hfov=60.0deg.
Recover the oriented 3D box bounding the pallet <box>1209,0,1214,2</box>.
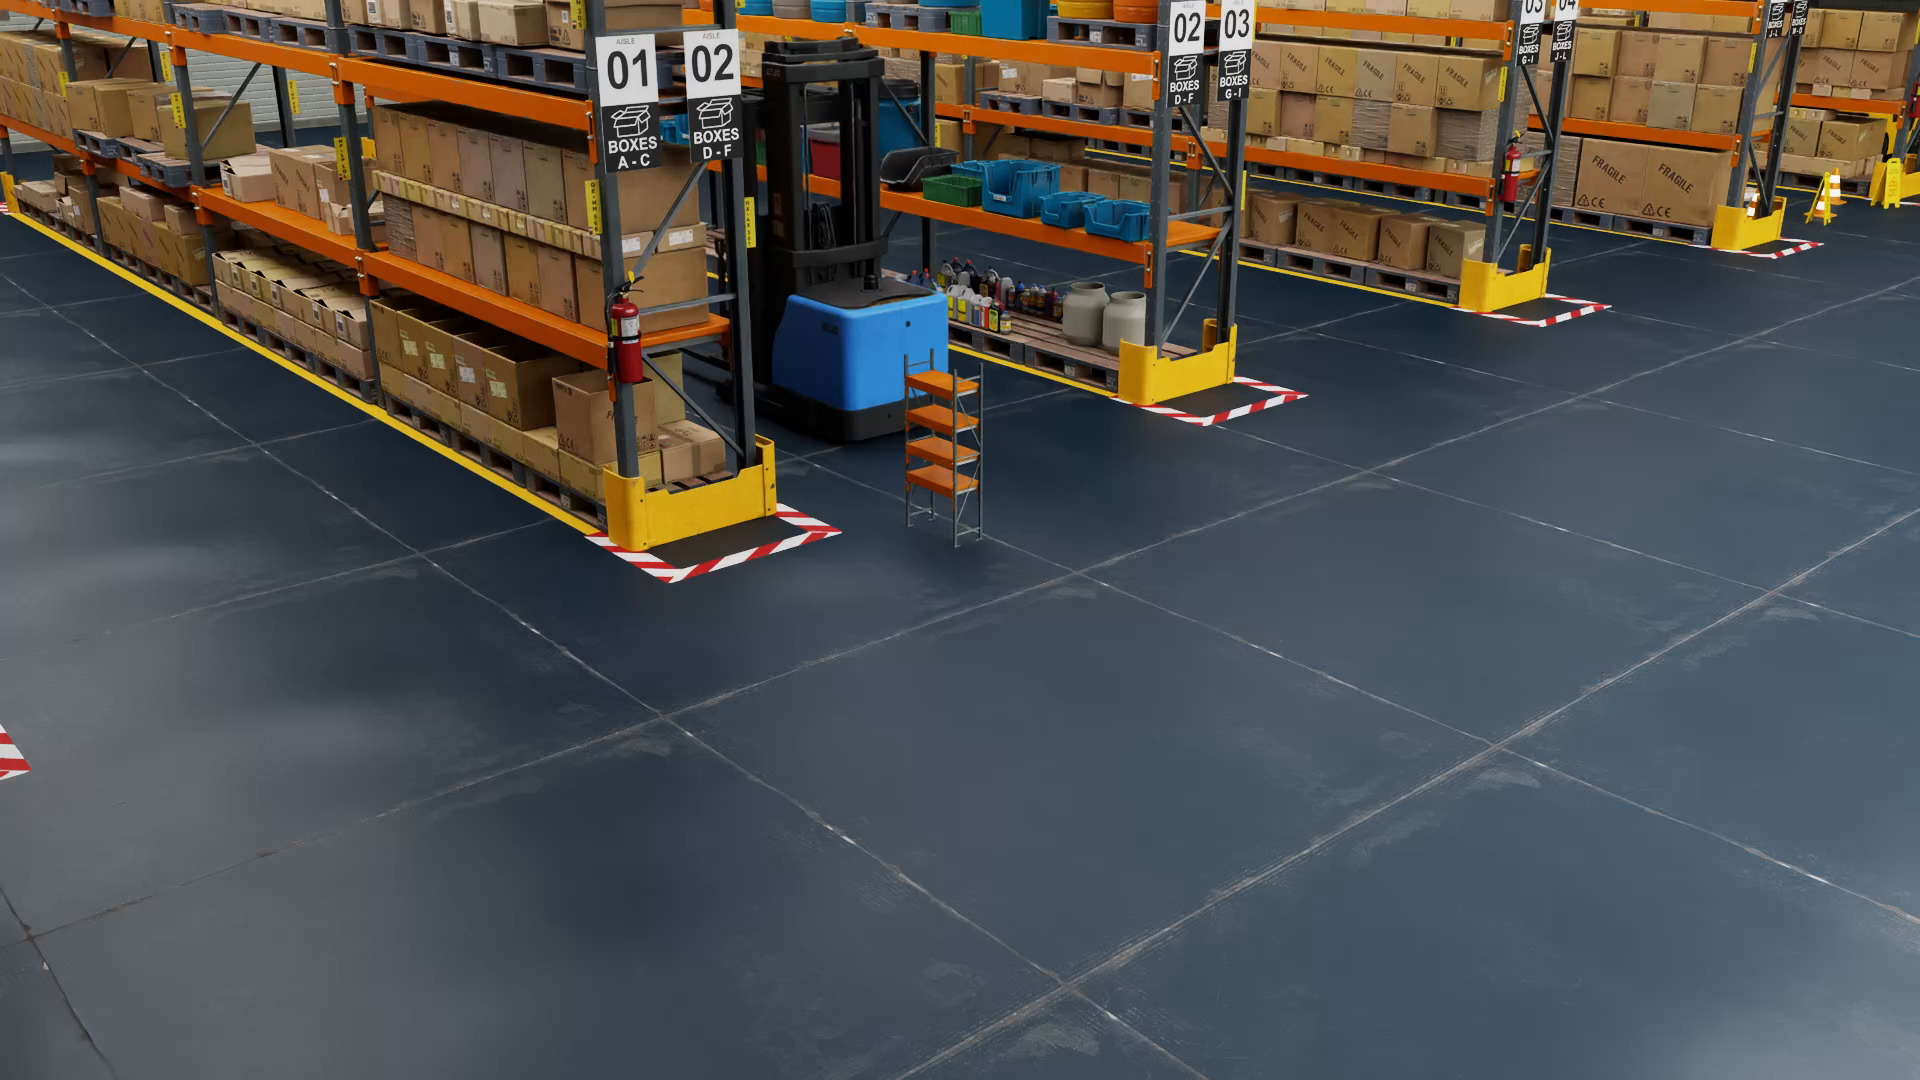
[{"bbox_3d":[2.766,-6.471,19.538,1.213,0.211,1.003,-17,27,-37],"label":"pallet"}]

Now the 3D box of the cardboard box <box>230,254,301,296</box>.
[{"bbox_3d":[-6.561,-2.533,15.763,0.500,0.311,0.500,-18,28,-39],"label":"cardboard box"}]

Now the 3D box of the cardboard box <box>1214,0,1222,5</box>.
[{"bbox_3d":[3.188,-6.108,18.558,0.500,0.250,0.500,-19,28,-39],"label":"cardboard box"}]

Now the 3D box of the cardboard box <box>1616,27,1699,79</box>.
[{"bbox_3d":[8.618,-6.015,20.543,0.875,0.550,0.550,-17,27,-37],"label":"cardboard box"}]

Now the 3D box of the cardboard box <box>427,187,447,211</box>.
[{"bbox_3d":[-3.723,-2.555,12.368,0.380,0.149,0.250,-19,28,-39],"label":"cardboard box"}]

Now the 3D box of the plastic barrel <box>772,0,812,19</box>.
[{"bbox_3d":[-1.587,-5.687,16.590,0.600,0.901,0.600,0,21,0],"label":"plastic barrel"}]

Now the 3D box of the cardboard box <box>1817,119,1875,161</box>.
[{"bbox_3d":[12.486,-5.644,23.447,0.500,0.500,0.500,-17,27,-37],"label":"cardboard box"}]

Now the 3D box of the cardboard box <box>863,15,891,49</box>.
[{"bbox_3d":[-1.272,-7.323,24.056,0.797,0.503,0.637,-17,27,-37],"label":"cardboard box"}]

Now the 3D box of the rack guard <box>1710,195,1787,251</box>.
[{"bbox_3d":[9.538,-3.843,20.111,1.175,0.500,0.348,-17,27,-37],"label":"rack guard"}]

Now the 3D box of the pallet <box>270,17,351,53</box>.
[{"bbox_3d":[-5.005,-4.157,13.634,0.805,0.209,1.217,-19,28,-39],"label":"pallet"}]

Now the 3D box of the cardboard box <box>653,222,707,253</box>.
[{"bbox_3d":[-1.901,-2.012,10.982,0.380,0.149,0.250,-18,27,-38],"label":"cardboard box"}]

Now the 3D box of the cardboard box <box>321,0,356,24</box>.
[{"bbox_3d":[-4.814,-4.304,13.376,0.500,0.250,0.500,-14,25,-32],"label":"cardboard box"}]

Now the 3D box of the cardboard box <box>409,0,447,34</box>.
[{"bbox_3d":[-3.440,-3.829,11.626,0.797,0.503,0.637,-14,25,-32],"label":"cardboard box"}]

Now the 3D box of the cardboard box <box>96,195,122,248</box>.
[{"bbox_3d":[-9.510,-3.669,19.062,0.500,0.500,0.500,-19,28,-40],"label":"cardboard box"}]

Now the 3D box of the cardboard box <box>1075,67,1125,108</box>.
[{"bbox_3d":[1.887,-5.667,20.622,0.797,0.503,0.637,-14,26,-32],"label":"cardboard box"}]

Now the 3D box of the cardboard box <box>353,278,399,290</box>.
[{"bbox_3d":[-5.162,-2.241,15.018,0.500,0.311,0.500,-19,28,-39],"label":"cardboard box"}]

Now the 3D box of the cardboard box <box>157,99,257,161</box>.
[{"bbox_3d":[-7.527,-4.103,16.635,0.500,0.500,0.700,12,24,28],"label":"cardboard box"}]

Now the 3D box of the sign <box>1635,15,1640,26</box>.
[{"bbox_3d":[10.177,-7.731,25.023,0.100,0.325,0.005,-17,27,-37],"label":"sign"}]

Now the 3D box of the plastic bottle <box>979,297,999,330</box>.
[{"bbox_3d":[0.272,-2.098,15.359,0.152,0.276,0.135,-17,27,-37],"label":"plastic bottle"}]

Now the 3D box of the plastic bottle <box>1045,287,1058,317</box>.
[{"bbox_3d":[0.865,-2.264,15.773,0.061,0.283,0.133,-17,27,-37],"label":"plastic bottle"}]

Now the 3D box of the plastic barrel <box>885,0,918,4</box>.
[{"bbox_3d":[-0.532,-5.266,15.473,0.421,0.512,0.421,0,21,0],"label":"plastic barrel"}]

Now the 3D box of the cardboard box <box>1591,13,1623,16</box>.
[{"bbox_3d":[10.179,-8.042,26.283,0.500,0.500,0.500,-17,27,-37],"label":"cardboard box"}]

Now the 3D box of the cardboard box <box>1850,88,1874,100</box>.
[{"bbox_3d":[12.551,-6.199,23.043,0.380,0.149,0.250,-18,28,-38],"label":"cardboard box"}]

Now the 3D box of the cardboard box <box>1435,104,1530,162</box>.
[{"bbox_3d":[5.361,-4.205,17.061,0.875,0.500,0.500,-17,27,-37],"label":"cardboard box"}]

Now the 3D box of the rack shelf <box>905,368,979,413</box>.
[{"bbox_3d":[-0.108,-0.970,10.739,0.258,0.148,0.480,-17,27,-37],"label":"rack shelf"}]

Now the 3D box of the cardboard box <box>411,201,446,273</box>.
[{"bbox_3d":[-3.776,-2.390,12.837,0.700,0.500,0.500,-18,28,-38],"label":"cardboard box"}]

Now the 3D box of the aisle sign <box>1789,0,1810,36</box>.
[{"bbox_3d":[9.796,-6.276,19.330,0.394,0.787,0.004,-17,27,-37],"label":"aisle sign"}]

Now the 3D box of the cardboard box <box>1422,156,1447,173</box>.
[{"bbox_3d":[4.992,-3.900,17.172,0.380,0.149,0.250,-17,27,-37],"label":"cardboard box"}]

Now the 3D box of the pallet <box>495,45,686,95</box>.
[{"bbox_3d":[-2.250,-3.061,10.694,1.003,0.211,1.213,-17,27,-37],"label":"pallet"}]

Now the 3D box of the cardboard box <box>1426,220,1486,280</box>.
[{"bbox_3d":[5.304,-3.069,17.559,0.500,0.500,0.500,-12,24,-28],"label":"cardboard box"}]

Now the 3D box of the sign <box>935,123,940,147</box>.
[{"bbox_3d":[-0.240,-4.044,16.816,0.100,0.325,0.005,-17,27,-37],"label":"sign"}]

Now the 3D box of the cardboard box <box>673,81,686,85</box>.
[{"bbox_3d":[-4.267,-7.330,27.923,0.875,0.875,0.875,-17,27,-37],"label":"cardboard box"}]

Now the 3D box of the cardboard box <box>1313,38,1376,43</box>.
[{"bbox_3d":[4.243,-5.282,18.440,0.500,0.500,0.500,-17,27,-37],"label":"cardboard box"}]

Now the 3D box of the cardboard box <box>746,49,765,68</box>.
[{"bbox_3d":[-2.961,-7.447,25.682,0.500,0.250,0.500,-16,27,-36],"label":"cardboard box"}]

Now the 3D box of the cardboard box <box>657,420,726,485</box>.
[{"bbox_3d":[-1.990,-0.620,11.649,0.500,0.250,0.500,-17,27,-37],"label":"cardboard box"}]

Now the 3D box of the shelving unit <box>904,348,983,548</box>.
[{"bbox_3d":[-0.108,-0.604,10.882,0.258,1.200,0.503,-17,27,-37],"label":"shelving unit"}]

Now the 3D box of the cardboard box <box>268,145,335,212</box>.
[{"bbox_3d":[-5.923,-3.301,15.162,0.500,0.500,0.500,-19,29,-40],"label":"cardboard box"}]

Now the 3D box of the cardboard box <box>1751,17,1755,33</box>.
[{"bbox_3d":[11.752,-7.389,23.820,0.700,0.500,0.500,-18,27,-38],"label":"cardboard box"}]

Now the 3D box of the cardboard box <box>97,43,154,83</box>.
[{"bbox_3d":[-9.736,-5.529,19.478,0.500,0.500,0.500,-17,27,-36],"label":"cardboard box"}]

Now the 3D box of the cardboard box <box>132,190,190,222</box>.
[{"bbox_3d":[-8.529,-3.603,17.866,0.500,0.250,0.500,-18,28,-38],"label":"cardboard box"}]

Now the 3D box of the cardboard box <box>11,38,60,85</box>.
[{"bbox_3d":[-11.160,-5.829,20.245,0.500,0.500,0.500,-18,28,-38],"label":"cardboard box"}]

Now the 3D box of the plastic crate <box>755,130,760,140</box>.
[{"bbox_3d":[-2.452,-4.403,18.024,0.402,0.464,0.583,-17,27,-37],"label":"plastic crate"}]

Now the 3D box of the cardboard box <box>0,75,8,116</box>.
[{"bbox_3d":[-12.162,-5.786,21.505,0.500,0.500,0.500,-17,27,-36],"label":"cardboard box"}]

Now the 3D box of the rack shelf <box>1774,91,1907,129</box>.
[{"bbox_3d":[11.901,-6.438,24.294,1.077,0.370,4.000,-17,27,-37],"label":"rack shelf"}]

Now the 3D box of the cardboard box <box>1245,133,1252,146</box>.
[{"bbox_3d":[3.338,-4.584,18.918,0.380,0.149,0.250,-17,27,-37],"label":"cardboard box"}]

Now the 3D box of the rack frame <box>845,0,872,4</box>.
[{"bbox_3d":[-0.664,-6.581,15.446,1.000,3.000,0.127,-17,27,-37],"label":"rack frame"}]

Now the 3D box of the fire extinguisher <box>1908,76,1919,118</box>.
[{"bbox_3d":[12.932,-6.043,22.405,0.296,0.674,0.183,-17,27,-37],"label":"fire extinguisher"}]

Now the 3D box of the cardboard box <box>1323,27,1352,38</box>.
[{"bbox_3d":[5.588,-7.188,23.715,0.700,0.500,0.500,-18,28,-38],"label":"cardboard box"}]

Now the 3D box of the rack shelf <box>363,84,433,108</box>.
[{"bbox_3d":[-7.192,-6.215,23.725,1.077,0.370,4.000,-17,27,-37],"label":"rack shelf"}]

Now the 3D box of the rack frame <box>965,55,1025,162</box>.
[{"bbox_3d":[0.477,-6.071,22.372,1.000,3.000,0.127,-17,27,-37],"label":"rack frame"}]

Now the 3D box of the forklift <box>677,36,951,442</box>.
[{"bbox_3d":[-1.399,-2.584,13.561,1.130,2.935,3.031,-17,27,-36],"label":"forklift"}]

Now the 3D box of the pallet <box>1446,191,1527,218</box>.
[{"bbox_3d":[7.349,-4.592,22.418,1.003,0.211,1.213,-17,27,-37],"label":"pallet"}]

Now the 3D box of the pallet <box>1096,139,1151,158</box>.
[{"bbox_3d":[2.999,-6.479,27.236,1.003,0.211,1.213,-17,27,-37],"label":"pallet"}]

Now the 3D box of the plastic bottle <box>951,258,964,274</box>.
[{"bbox_3d":[-0.025,-2.649,16.664,0.144,0.351,0.185,-18,28,-39],"label":"plastic bottle"}]
